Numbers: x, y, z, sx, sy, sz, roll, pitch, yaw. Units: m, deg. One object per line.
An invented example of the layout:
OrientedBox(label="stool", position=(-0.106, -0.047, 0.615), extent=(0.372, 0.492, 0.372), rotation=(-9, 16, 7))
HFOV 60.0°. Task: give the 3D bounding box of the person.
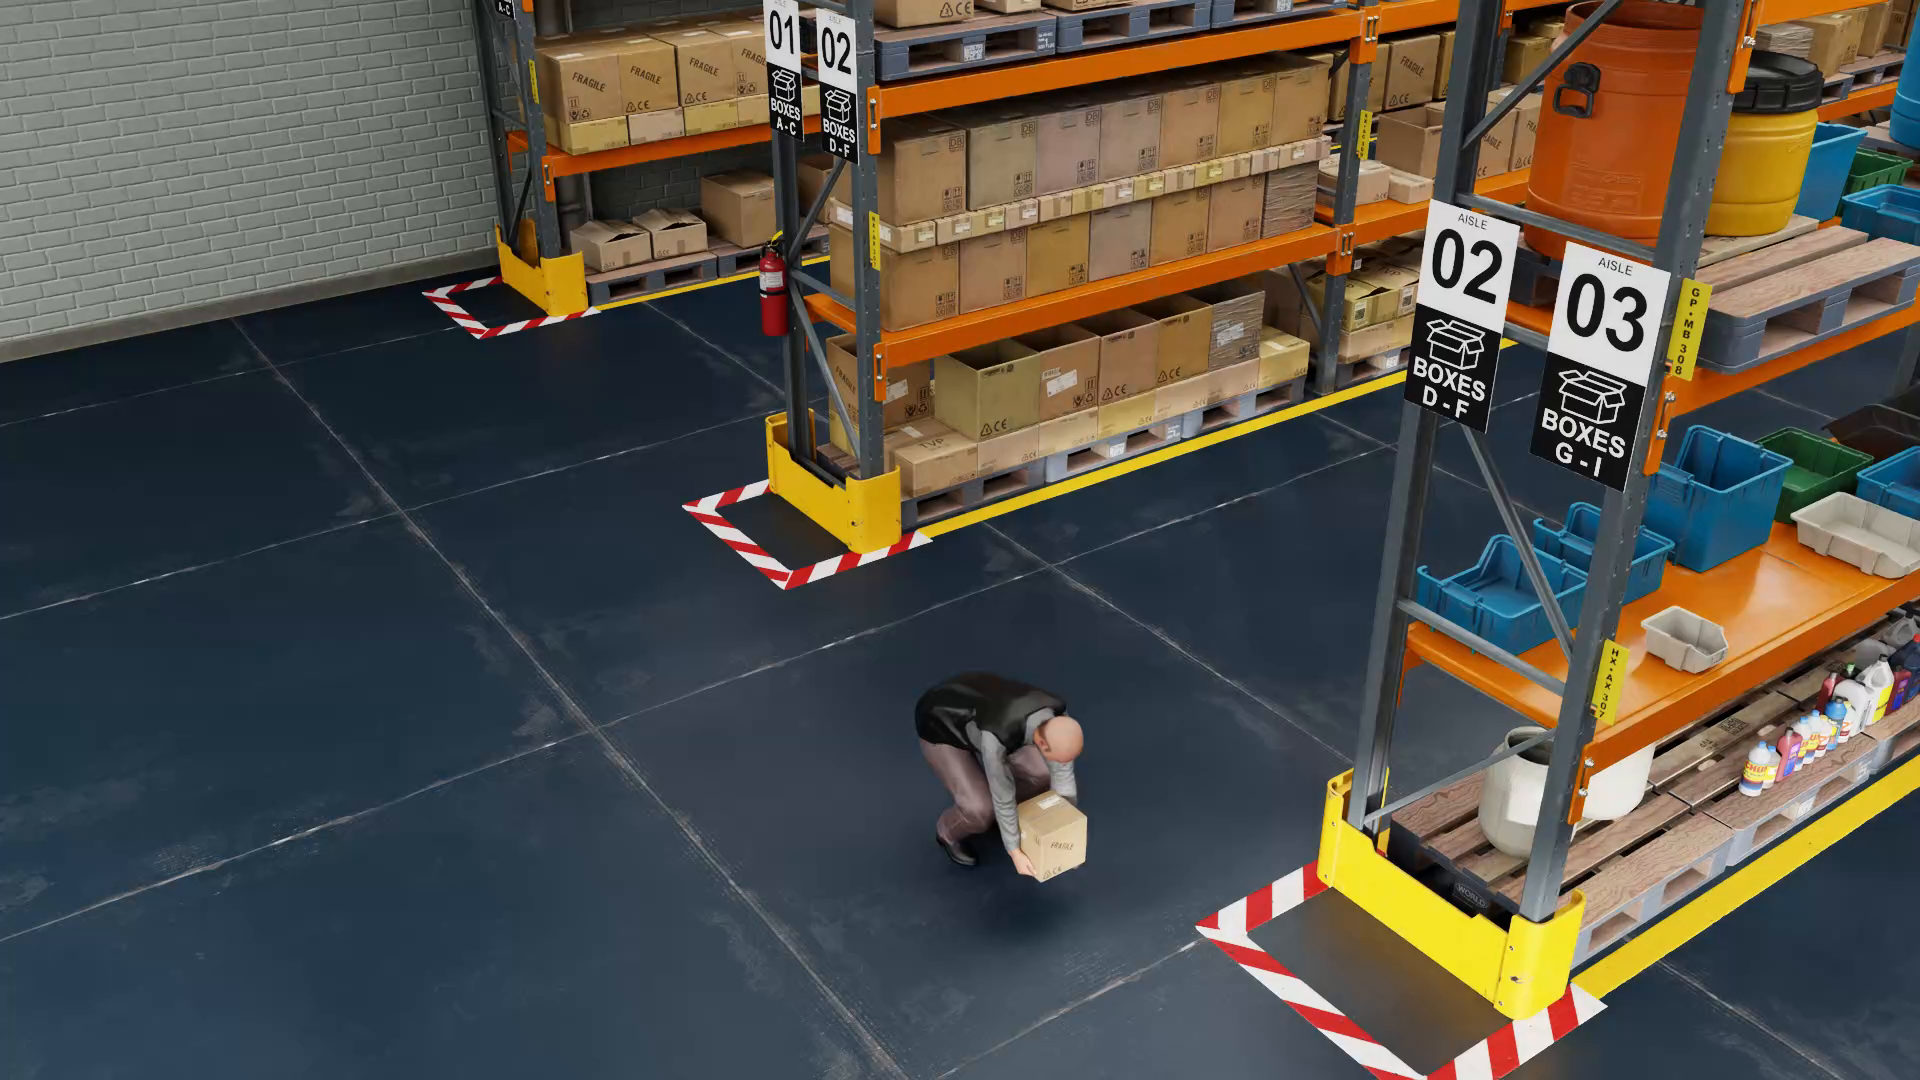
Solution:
OrientedBox(label="person", position=(0.193, 1.054, 7.519), extent=(0.518, 0.947, 0.922), rotation=(-20, 34, -32))
